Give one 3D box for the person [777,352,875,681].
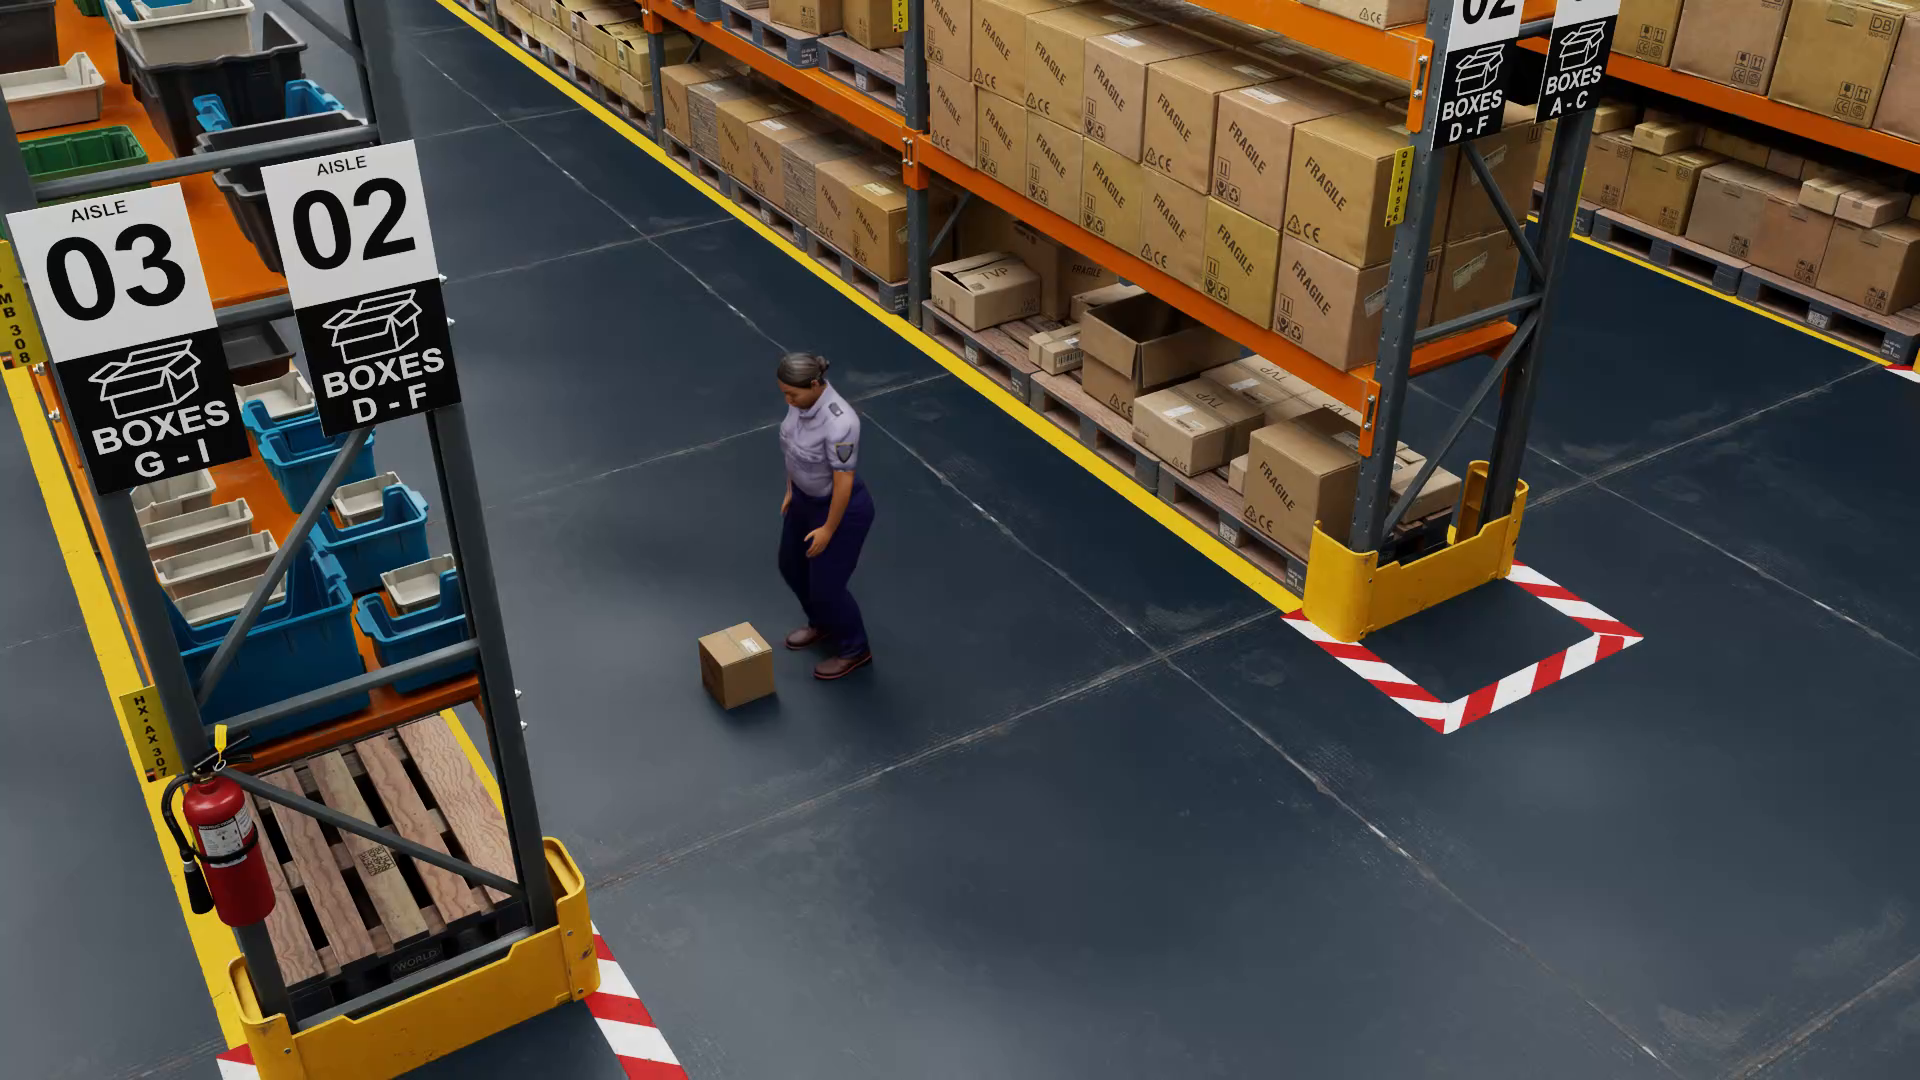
[{"bbox_3d":[-0.595,-0.127,7.400,0.396,1.607,0.496,-18,37,-26],"label":"person"}]
